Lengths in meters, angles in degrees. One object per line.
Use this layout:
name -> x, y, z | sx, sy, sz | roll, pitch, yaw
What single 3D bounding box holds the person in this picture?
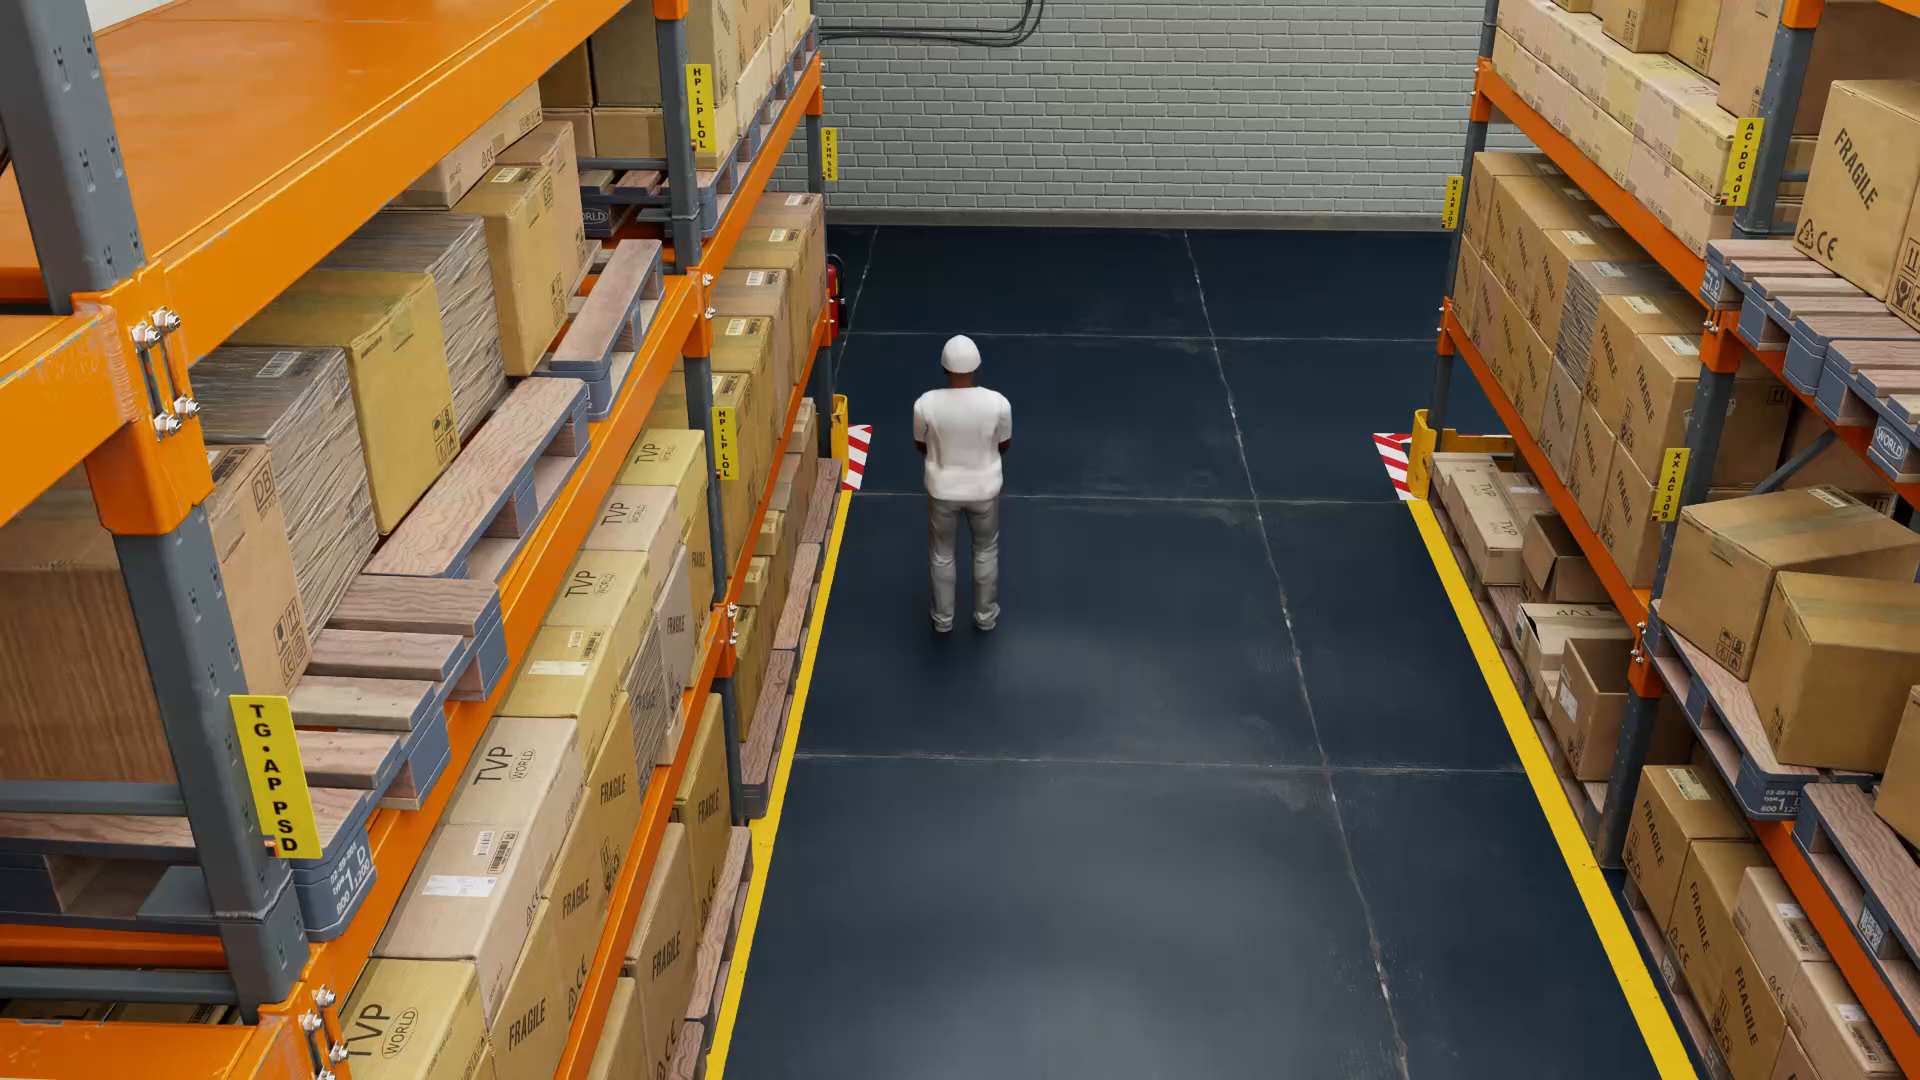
person -> 0.015, -0.335, 9.228 | 0.535, 1.769, 0.560 | 0, 28, 0
